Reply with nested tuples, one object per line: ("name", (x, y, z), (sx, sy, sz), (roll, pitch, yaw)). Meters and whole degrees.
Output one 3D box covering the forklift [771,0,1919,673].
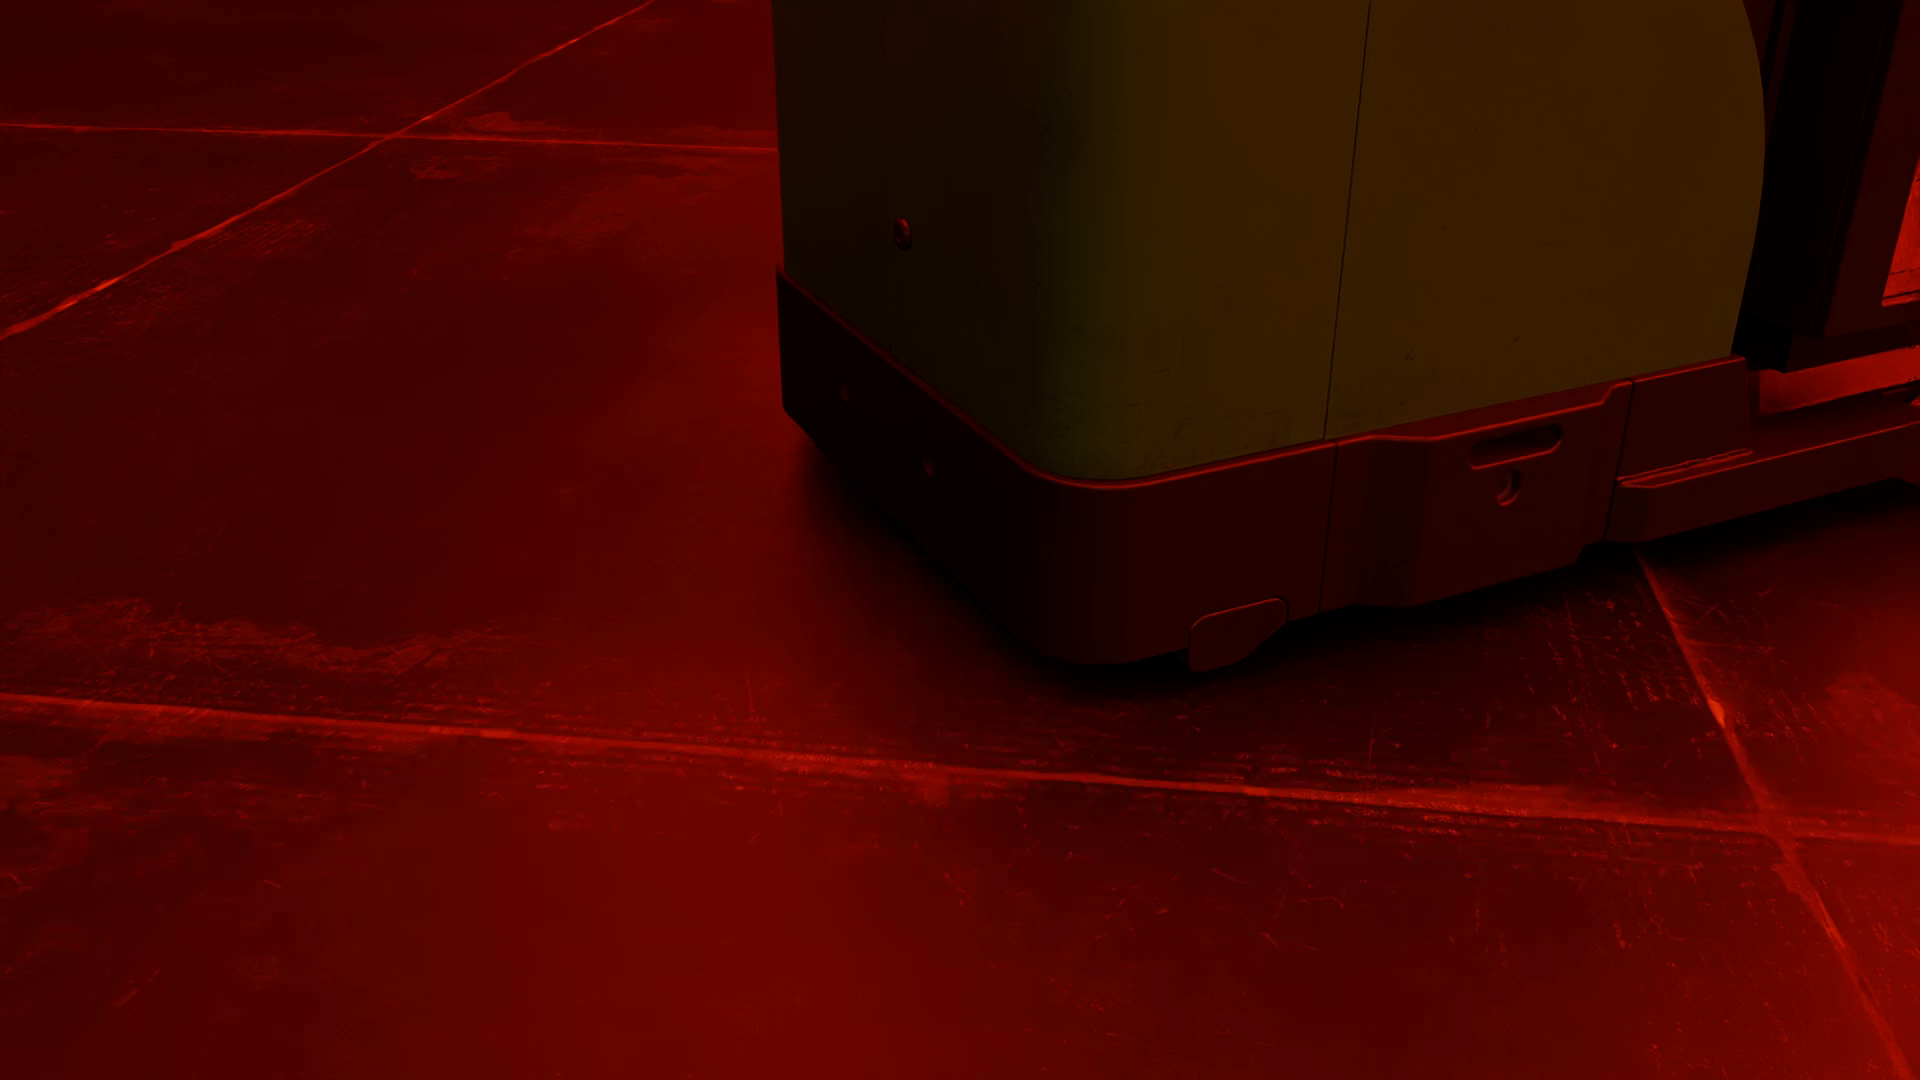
("forklift", (1.259, -1.581, 2.386), (3.031, 2.935, 1.130), (-12, 29, -23))
